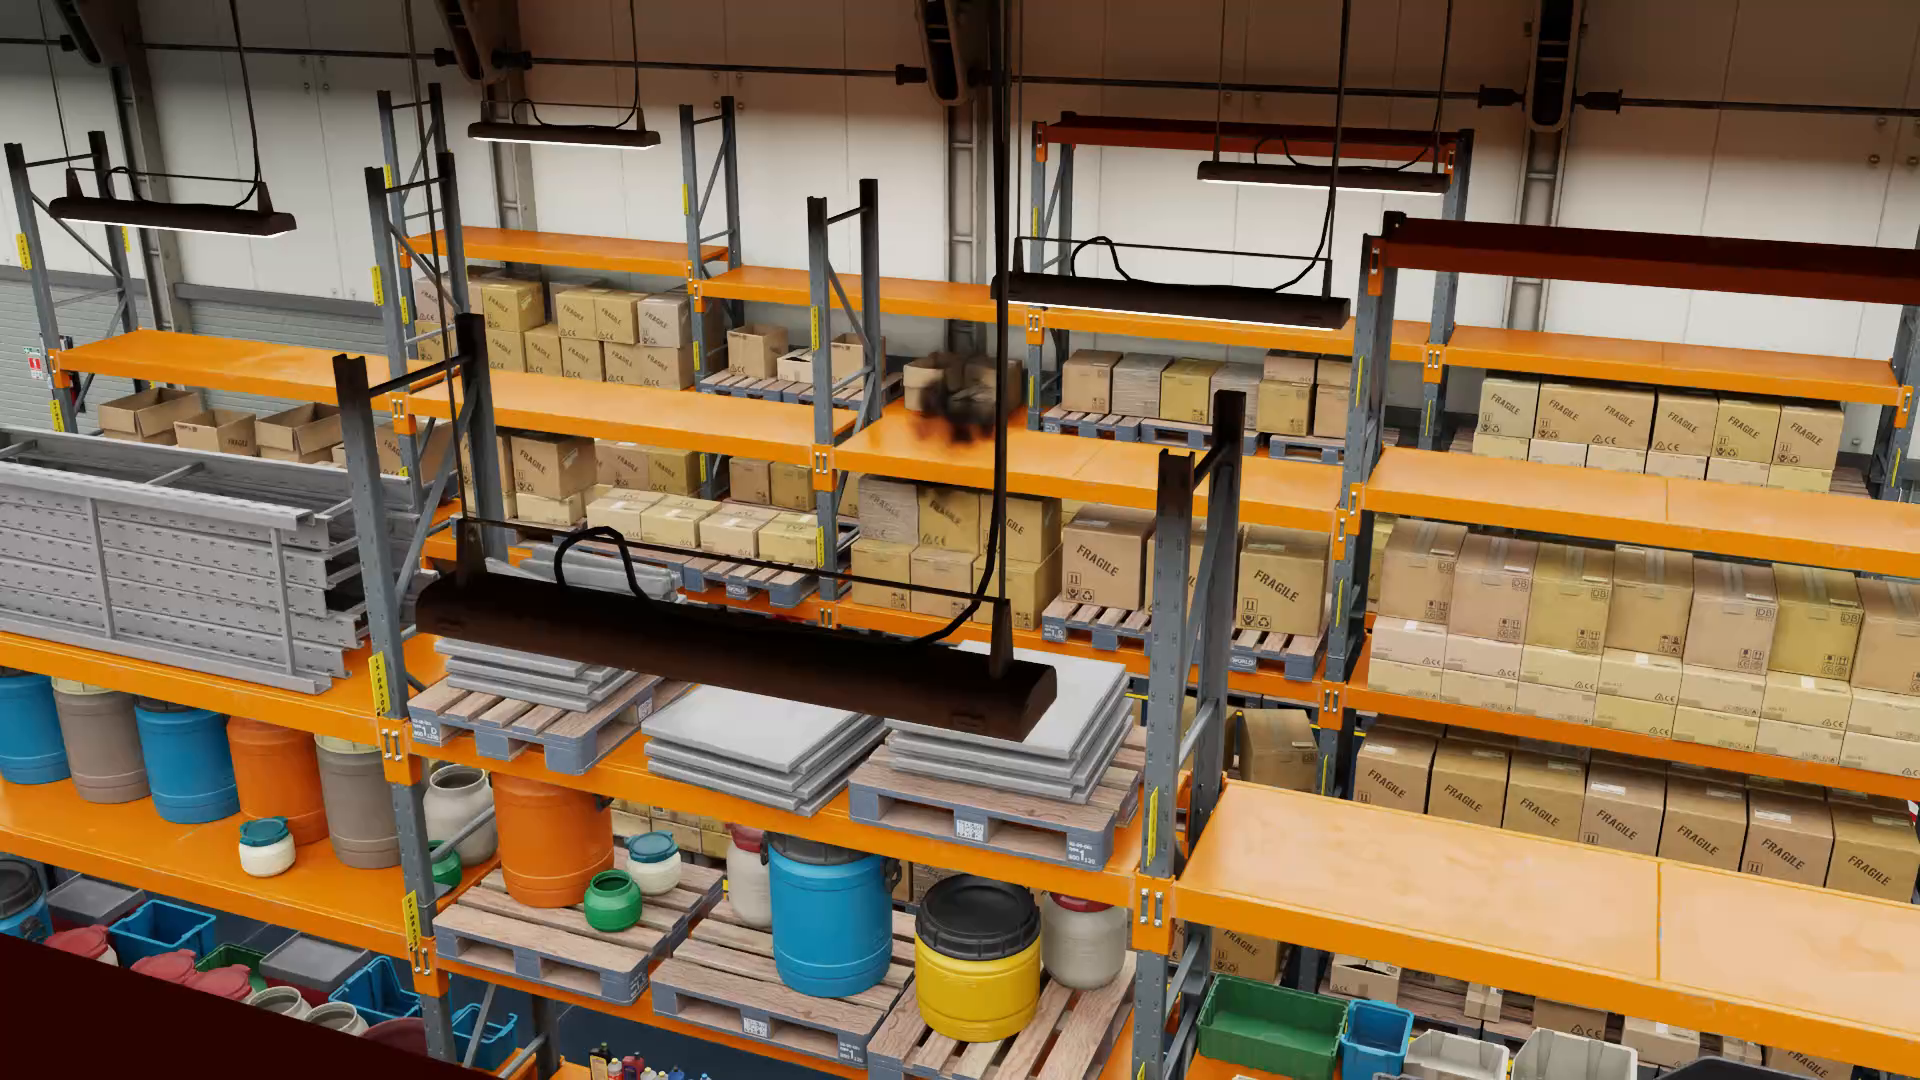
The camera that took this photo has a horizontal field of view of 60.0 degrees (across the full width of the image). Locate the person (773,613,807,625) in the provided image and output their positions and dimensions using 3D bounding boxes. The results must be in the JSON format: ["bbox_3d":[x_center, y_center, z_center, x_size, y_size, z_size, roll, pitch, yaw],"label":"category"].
[{"bbox_3d":[-1.722,0.990,16.661,0.580,1.726,0.658,4,21,11],"label":"person"}]
